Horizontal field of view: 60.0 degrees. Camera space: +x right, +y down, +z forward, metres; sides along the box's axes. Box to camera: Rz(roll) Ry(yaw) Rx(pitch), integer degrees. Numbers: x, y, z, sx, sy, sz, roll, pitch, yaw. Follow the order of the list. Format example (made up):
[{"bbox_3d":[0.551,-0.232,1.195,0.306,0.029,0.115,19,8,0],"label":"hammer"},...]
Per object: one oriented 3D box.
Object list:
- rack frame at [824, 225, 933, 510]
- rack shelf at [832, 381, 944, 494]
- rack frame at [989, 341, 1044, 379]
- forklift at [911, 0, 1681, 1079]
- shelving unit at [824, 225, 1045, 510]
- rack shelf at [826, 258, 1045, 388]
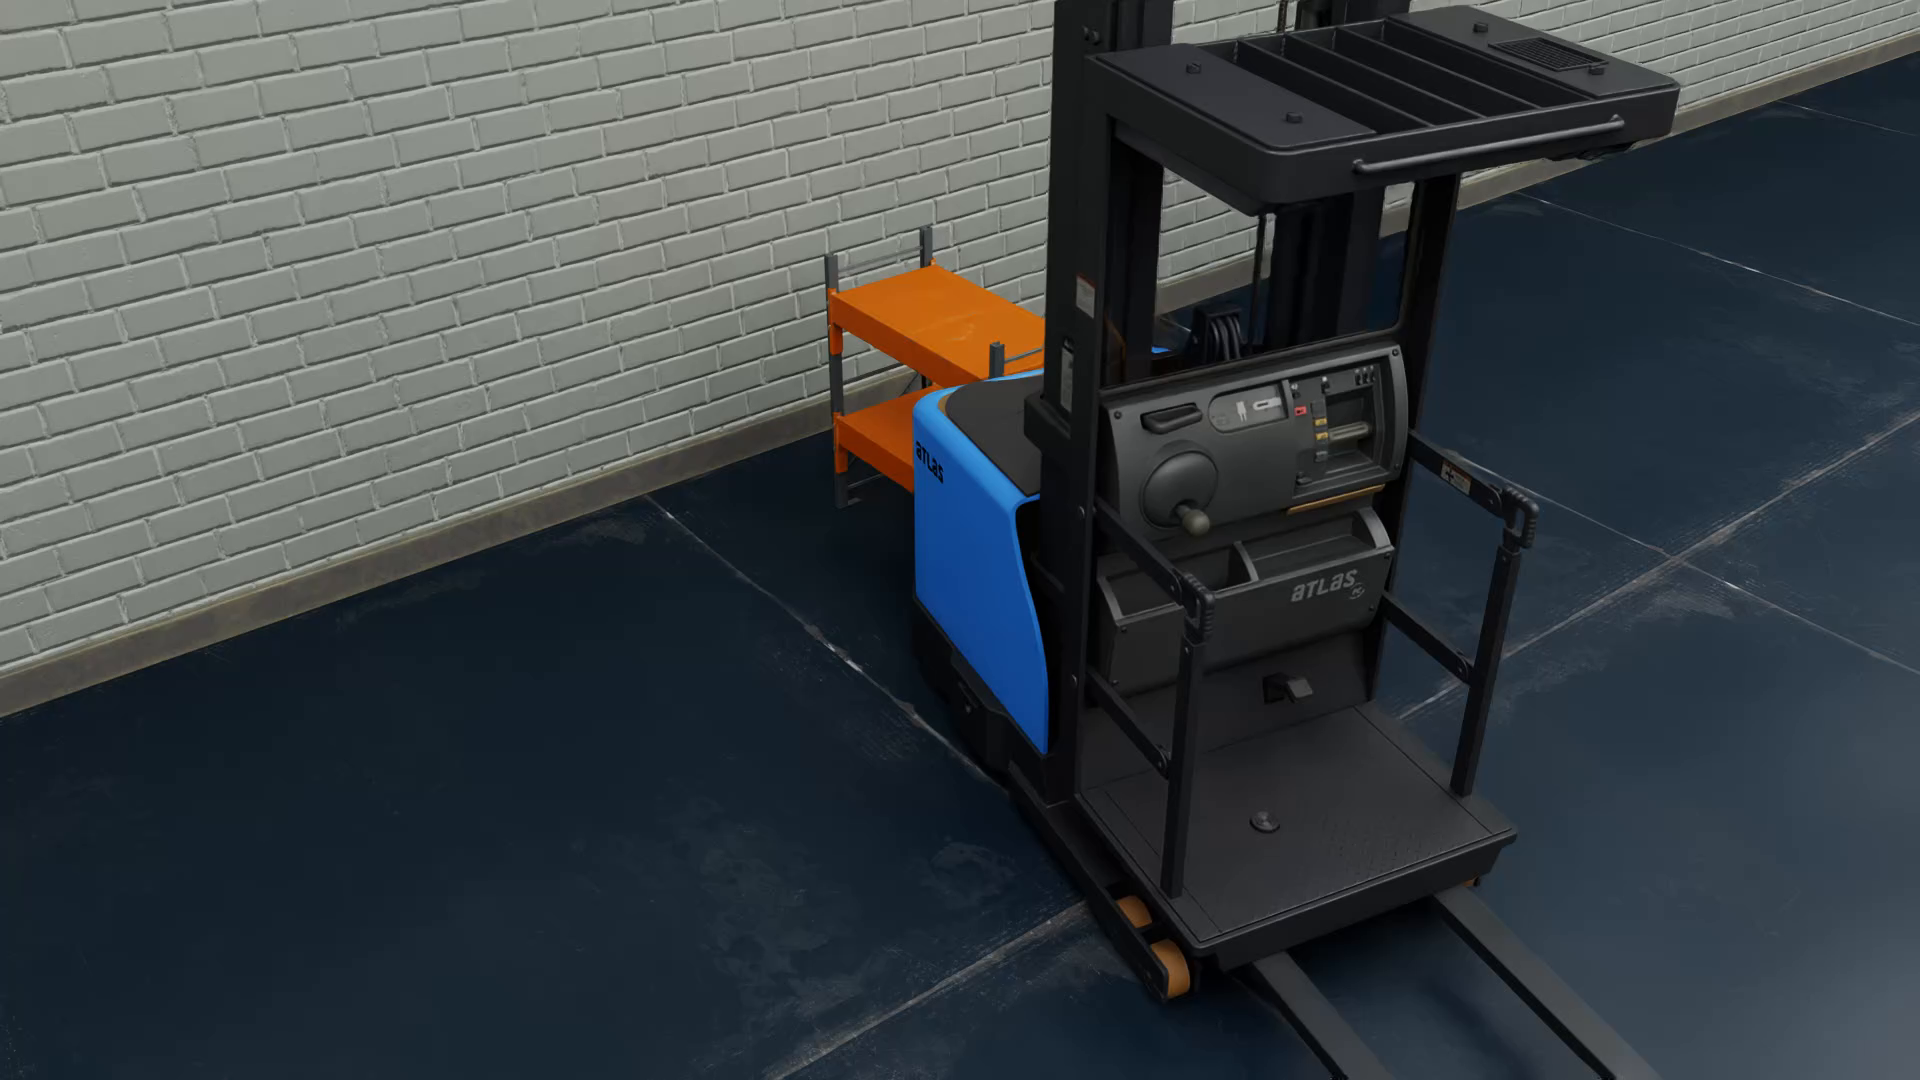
[{"bbox_3d":[-0.316,-0.693,6.799,0.500,1.125,0.032,-22,38,-31],"label":"rack frame"},{"bbox_3d":[-0.004,-0.273,6.587,0.538,0.278,1.000,-22,38,-31],"label":"rack shelf"},{"bbox_3d":[0.308,-0.269,6.117,0.500,1.125,0.032,-22,38,-31],"label":"rack frame"},{"bbox_3d":[0.908,-0.219,4.324,1.130,2.935,3.031,-14,34,-21],"label":"forklift"},{"bbox_3d":[-0.004,-0.481,6.458,0.538,1.125,1.048,-22,38,-31],"label":"shelving unit"},{"bbox_3d":[-0.004,-0.729,6.303,0.538,0.278,1.000,-22,38,-31],"label":"rack shelf"}]
